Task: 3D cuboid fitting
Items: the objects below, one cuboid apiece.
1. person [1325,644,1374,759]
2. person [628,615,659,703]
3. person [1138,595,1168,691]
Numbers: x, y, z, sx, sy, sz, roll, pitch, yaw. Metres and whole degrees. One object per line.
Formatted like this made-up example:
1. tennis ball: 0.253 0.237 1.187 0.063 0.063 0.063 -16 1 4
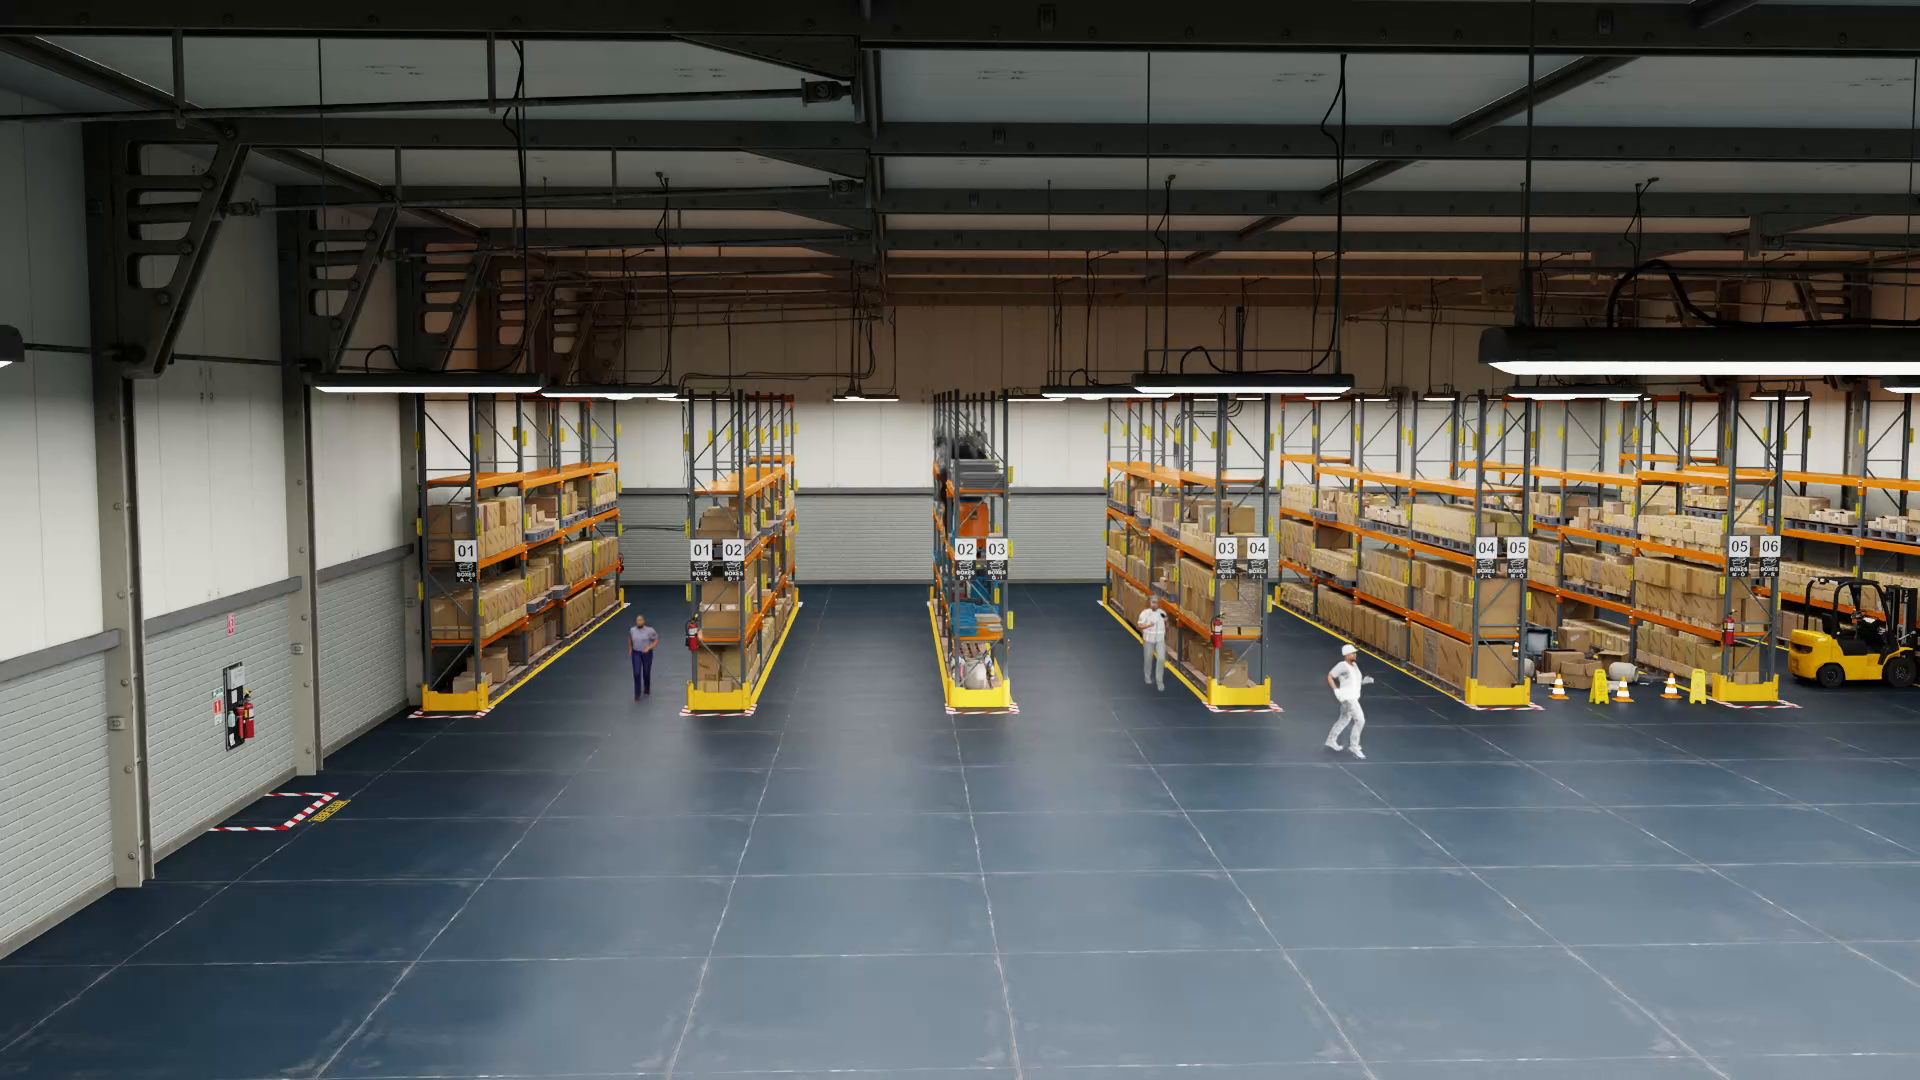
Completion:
1. person: 6.334 2.623 27.098 0.785 1.847 0.658 2 5 26
2. person: -6.142 2.269 32.271 0.603 1.678 0.856 0 5 -5
3. person: 3.799 1.991 32.552 0.645 1.840 0.738 0 5 -3
